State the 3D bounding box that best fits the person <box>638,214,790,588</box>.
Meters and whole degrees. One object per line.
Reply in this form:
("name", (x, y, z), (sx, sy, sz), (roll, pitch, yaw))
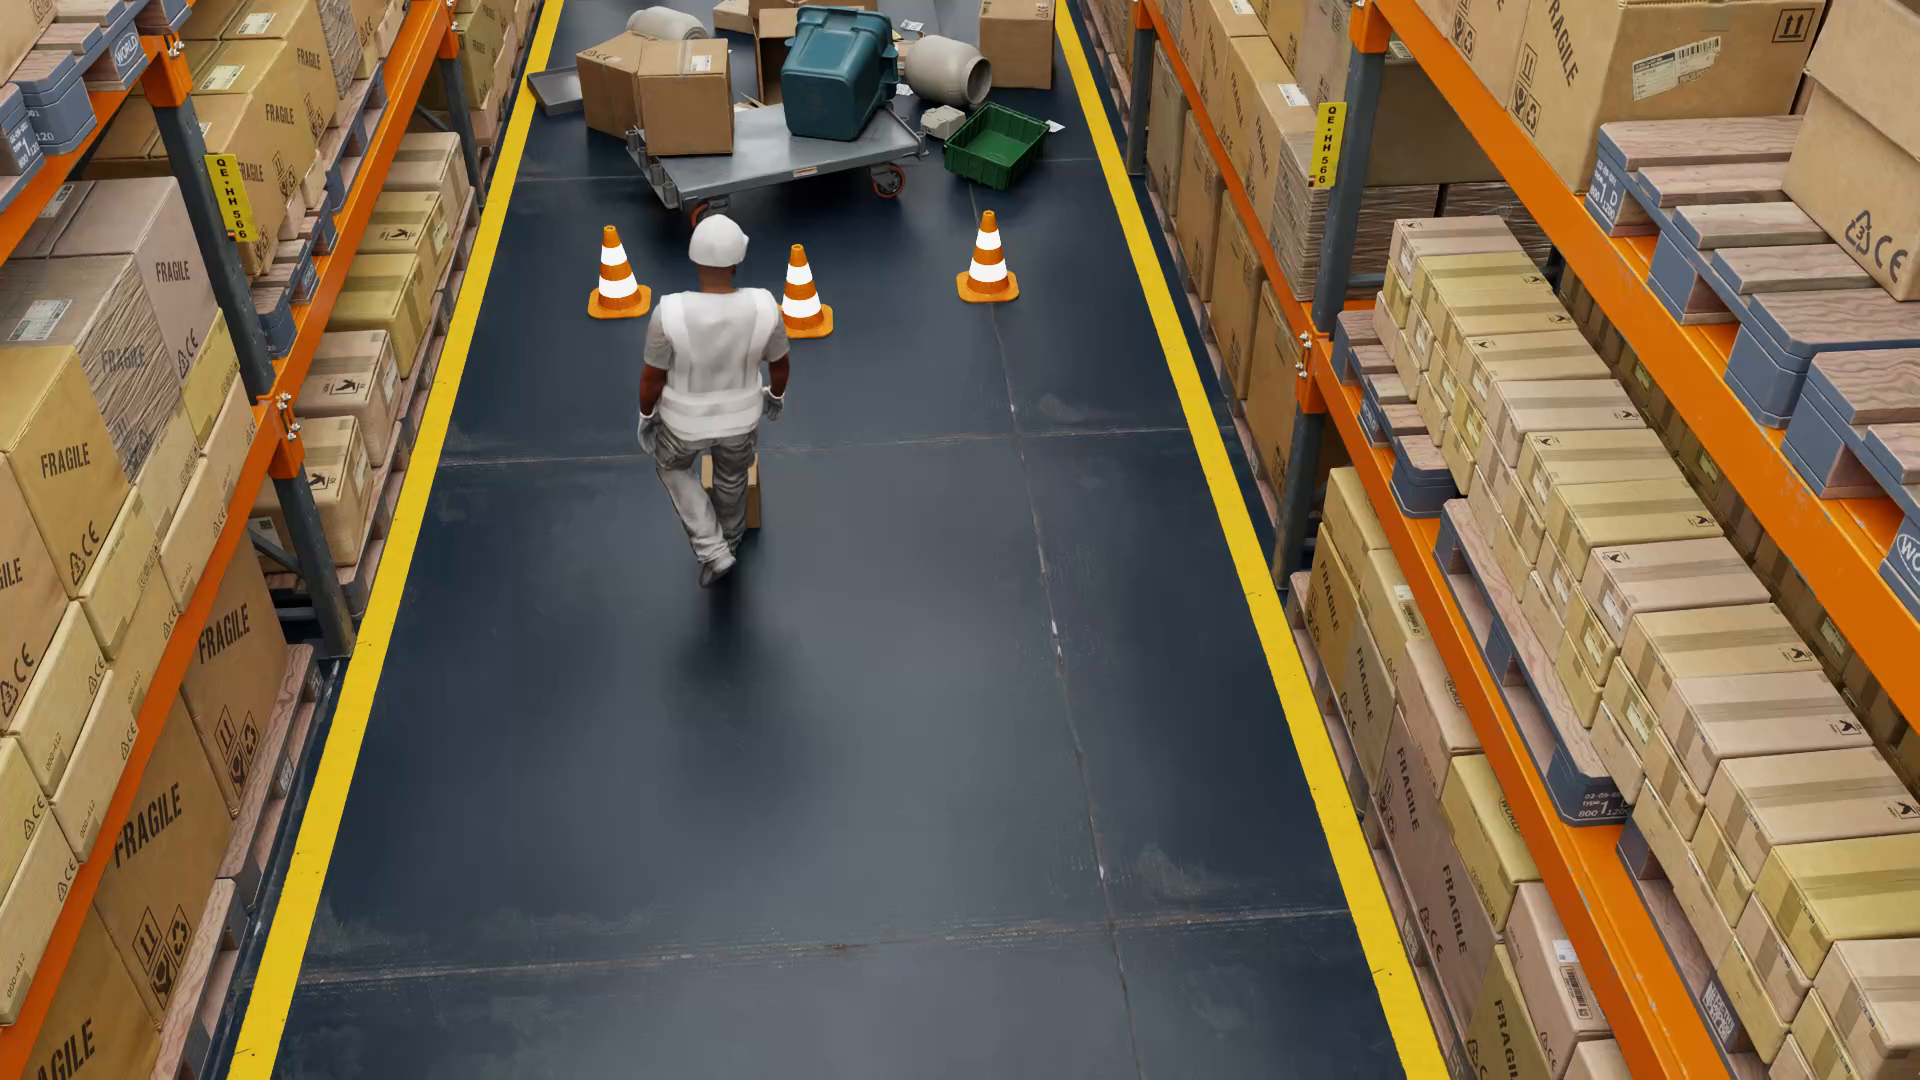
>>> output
("person", (-1.030, -0.575, 6.840), (0.636, 1.771, 0.675), (-12, 40, -14))
